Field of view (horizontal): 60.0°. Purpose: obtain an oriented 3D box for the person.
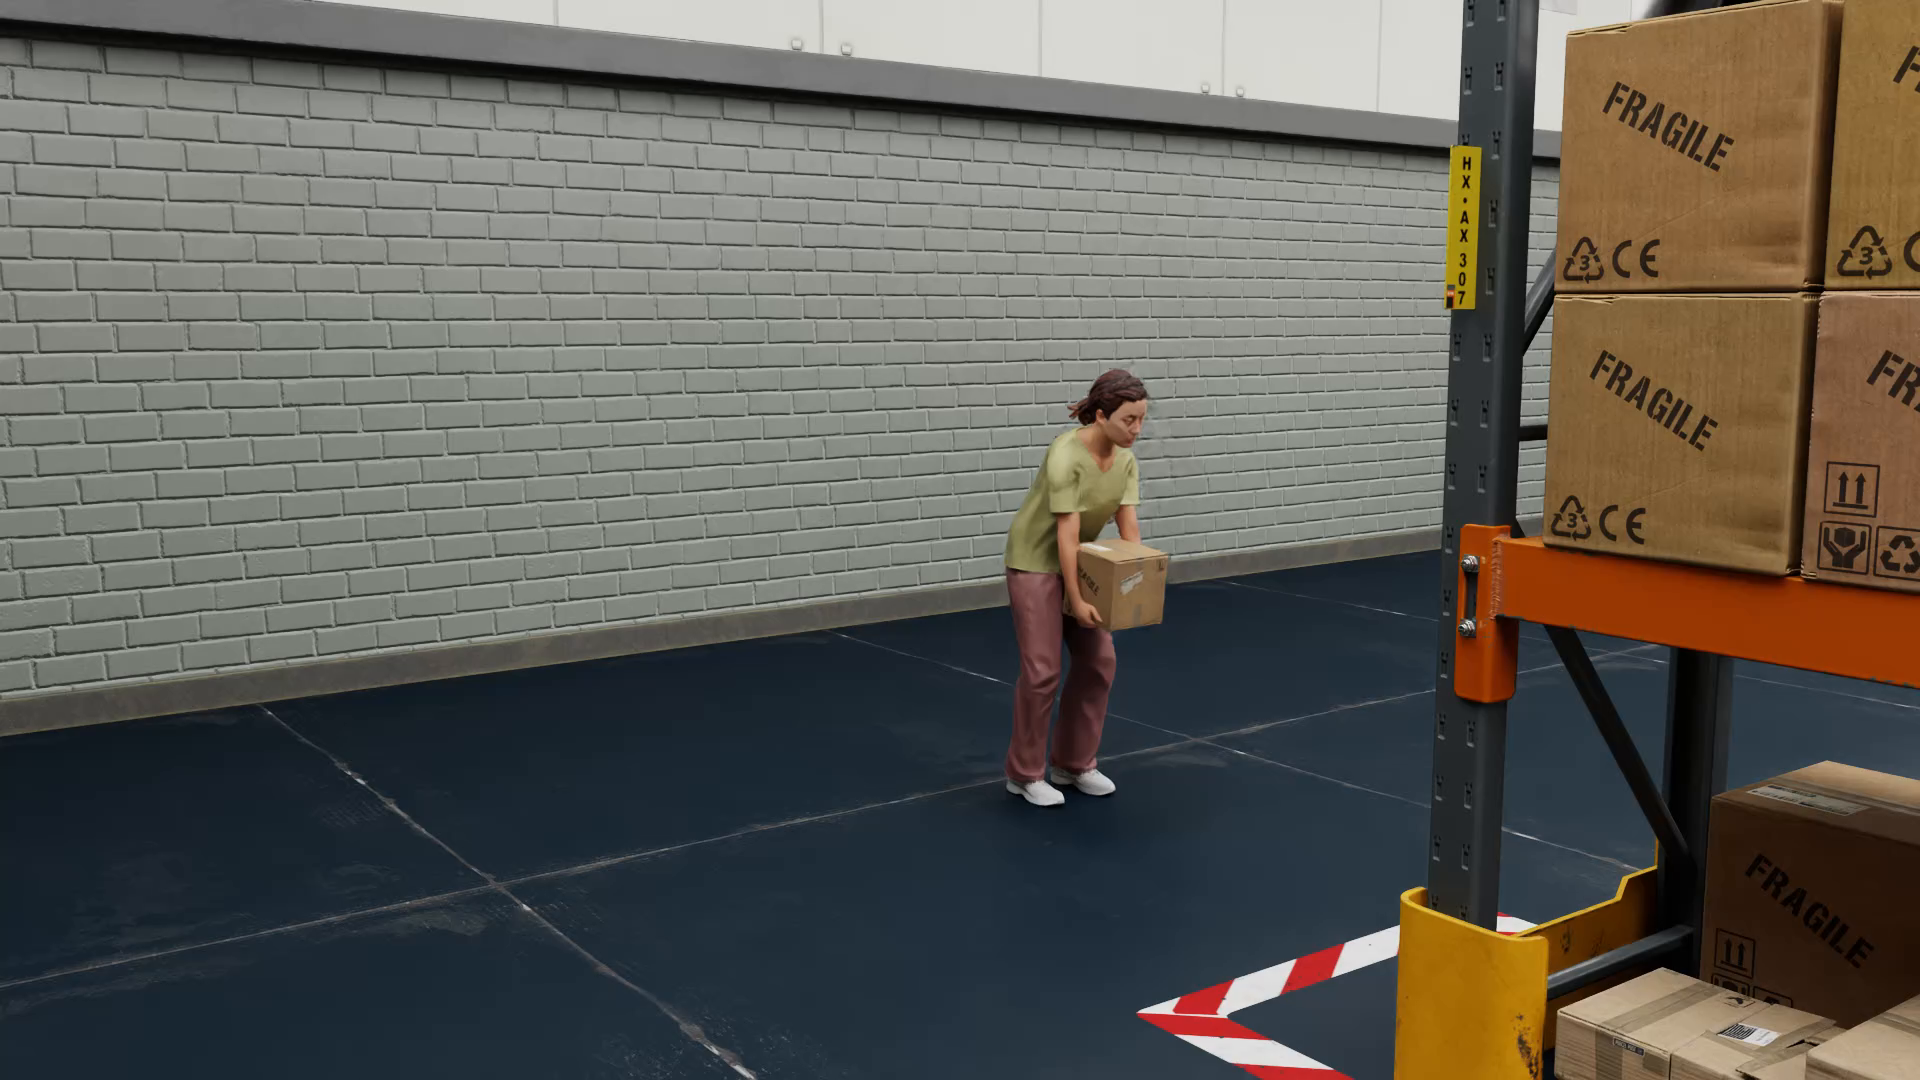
[{"bbox_3d":[0.429,0.172,5.970,0.412,1.572,0.582,-6,10,-37],"label":"person"}]
